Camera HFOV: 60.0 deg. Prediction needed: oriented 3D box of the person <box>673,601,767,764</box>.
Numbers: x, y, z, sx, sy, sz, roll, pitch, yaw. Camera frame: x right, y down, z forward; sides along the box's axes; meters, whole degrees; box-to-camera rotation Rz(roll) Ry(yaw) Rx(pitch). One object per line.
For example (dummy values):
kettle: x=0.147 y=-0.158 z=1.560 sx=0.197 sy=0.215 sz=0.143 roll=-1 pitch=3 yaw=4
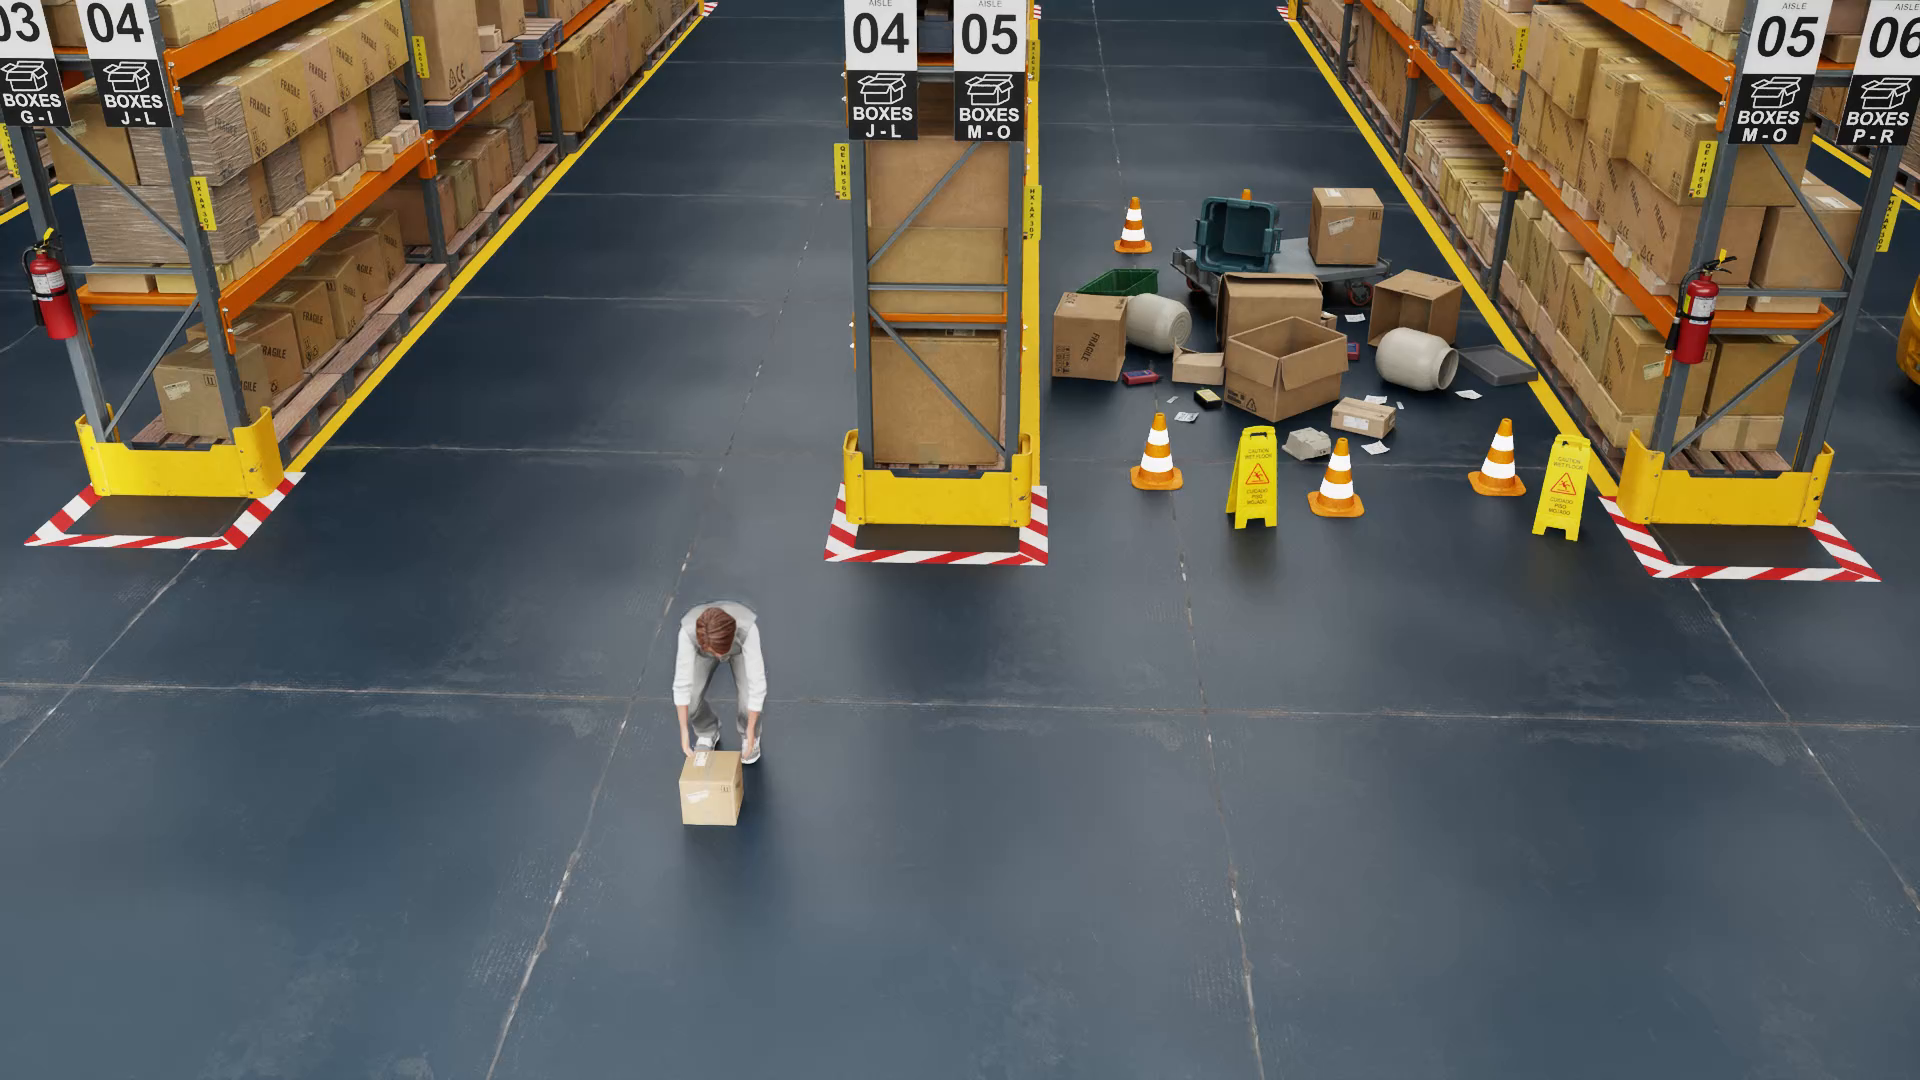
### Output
person: x=-1.136 y=0.653 z=8.045 sx=0.457 sy=1.010 sz=0.769 roll=1 pitch=28 yaw=2
